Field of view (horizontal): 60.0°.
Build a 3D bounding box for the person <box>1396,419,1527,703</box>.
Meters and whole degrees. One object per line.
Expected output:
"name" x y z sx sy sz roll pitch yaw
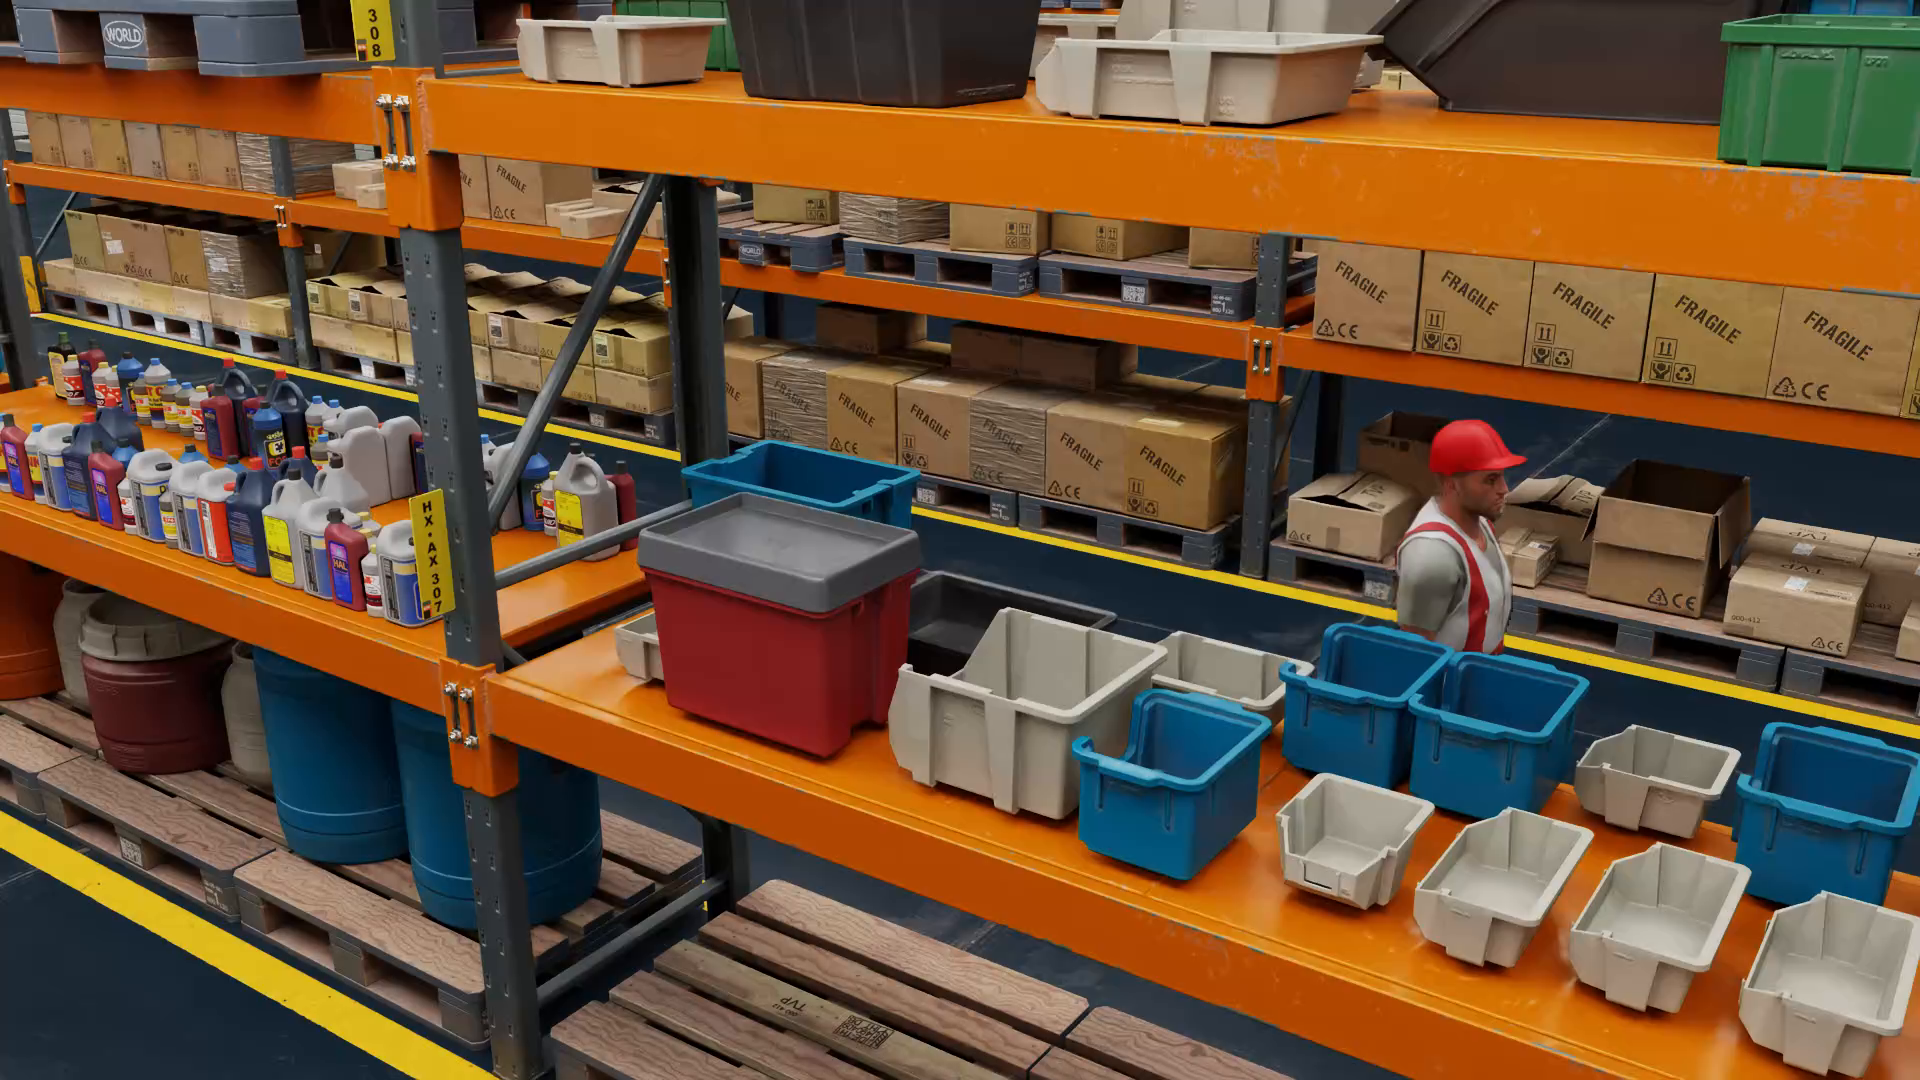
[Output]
"person" 1.460 0.486 5.089 0.514 1.780 0.565 11 22 28
